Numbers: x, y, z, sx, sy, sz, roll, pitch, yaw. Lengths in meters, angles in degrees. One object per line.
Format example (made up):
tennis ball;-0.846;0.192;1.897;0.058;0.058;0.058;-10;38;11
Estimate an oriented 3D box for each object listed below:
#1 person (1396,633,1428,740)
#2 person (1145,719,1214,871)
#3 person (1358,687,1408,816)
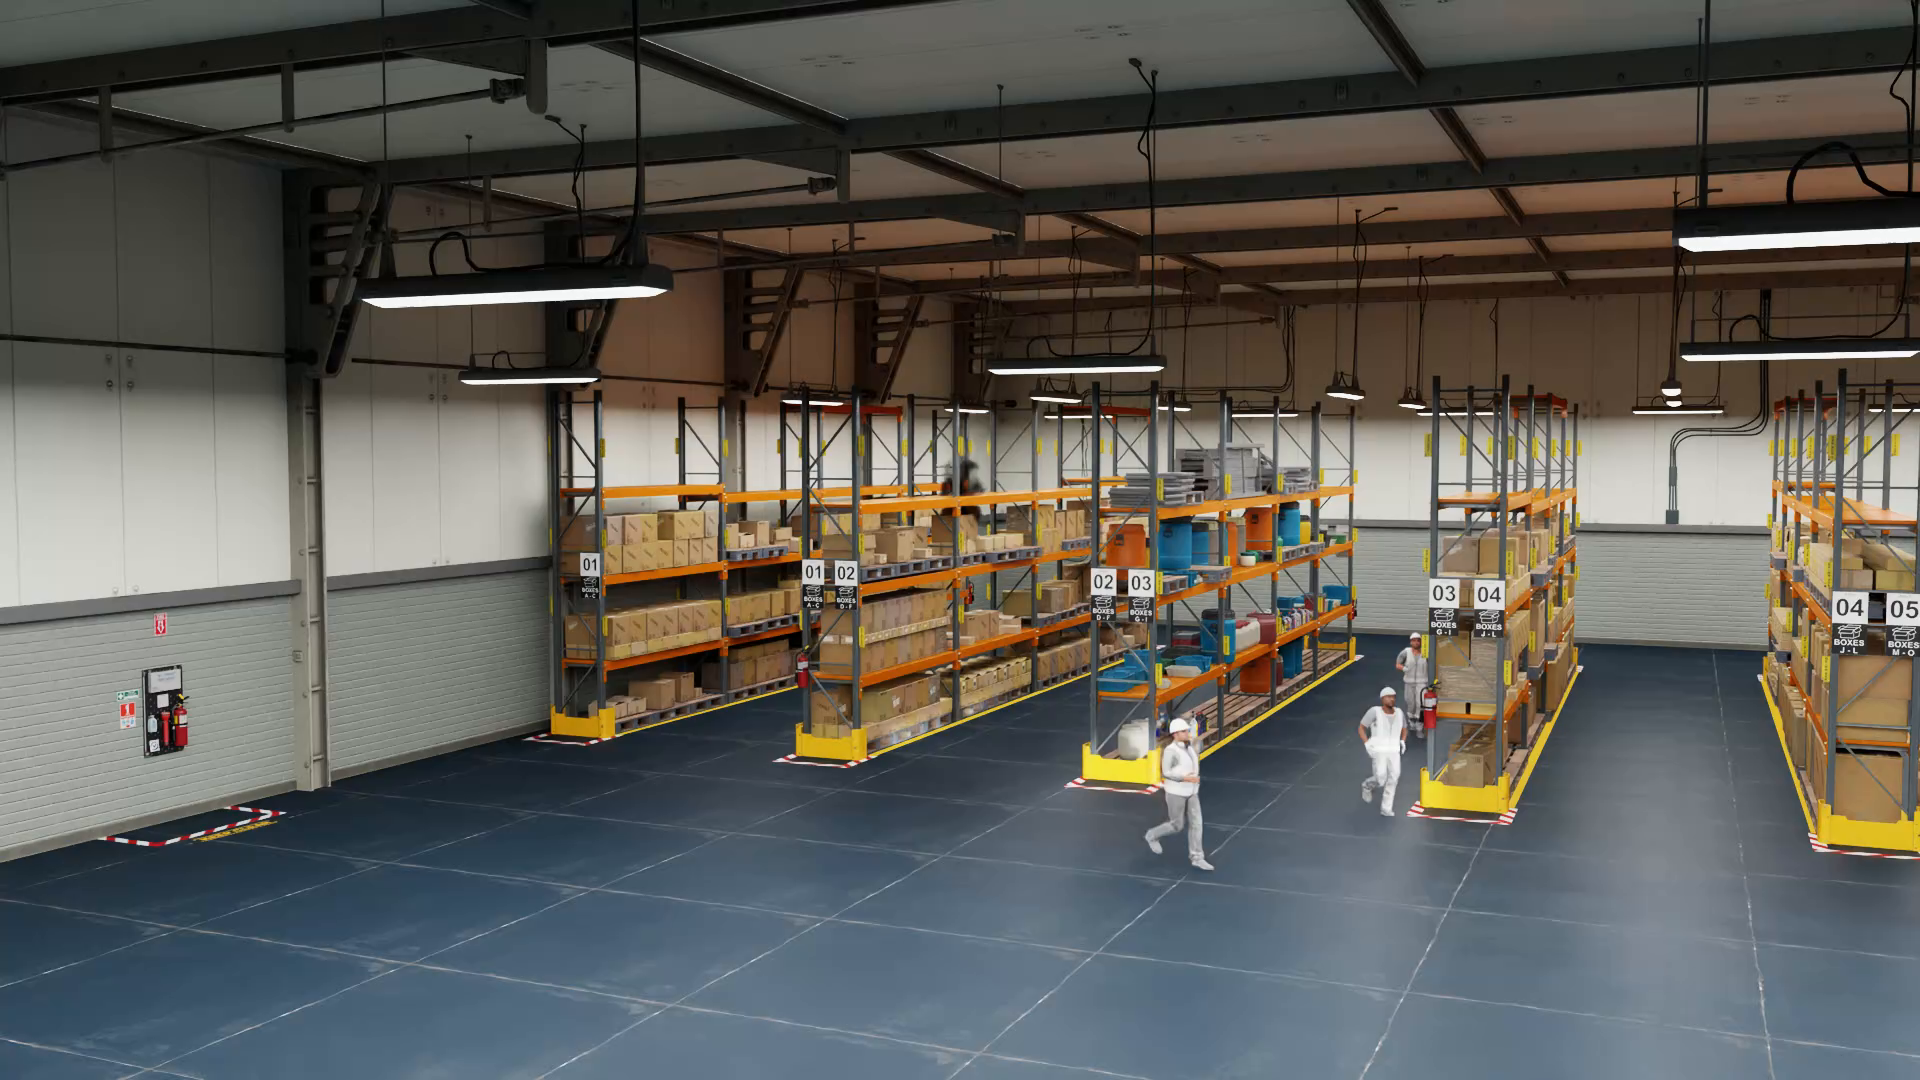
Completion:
person;7.882;2.518;28.847;0.637;1.836;0.788;1;3;17
person;2.634;3.015;19.863;0.935;1.770;0.661;3;4;44
person;5.818;2.880;22.776;0.709;1.736;0.692;-1;3;-13
